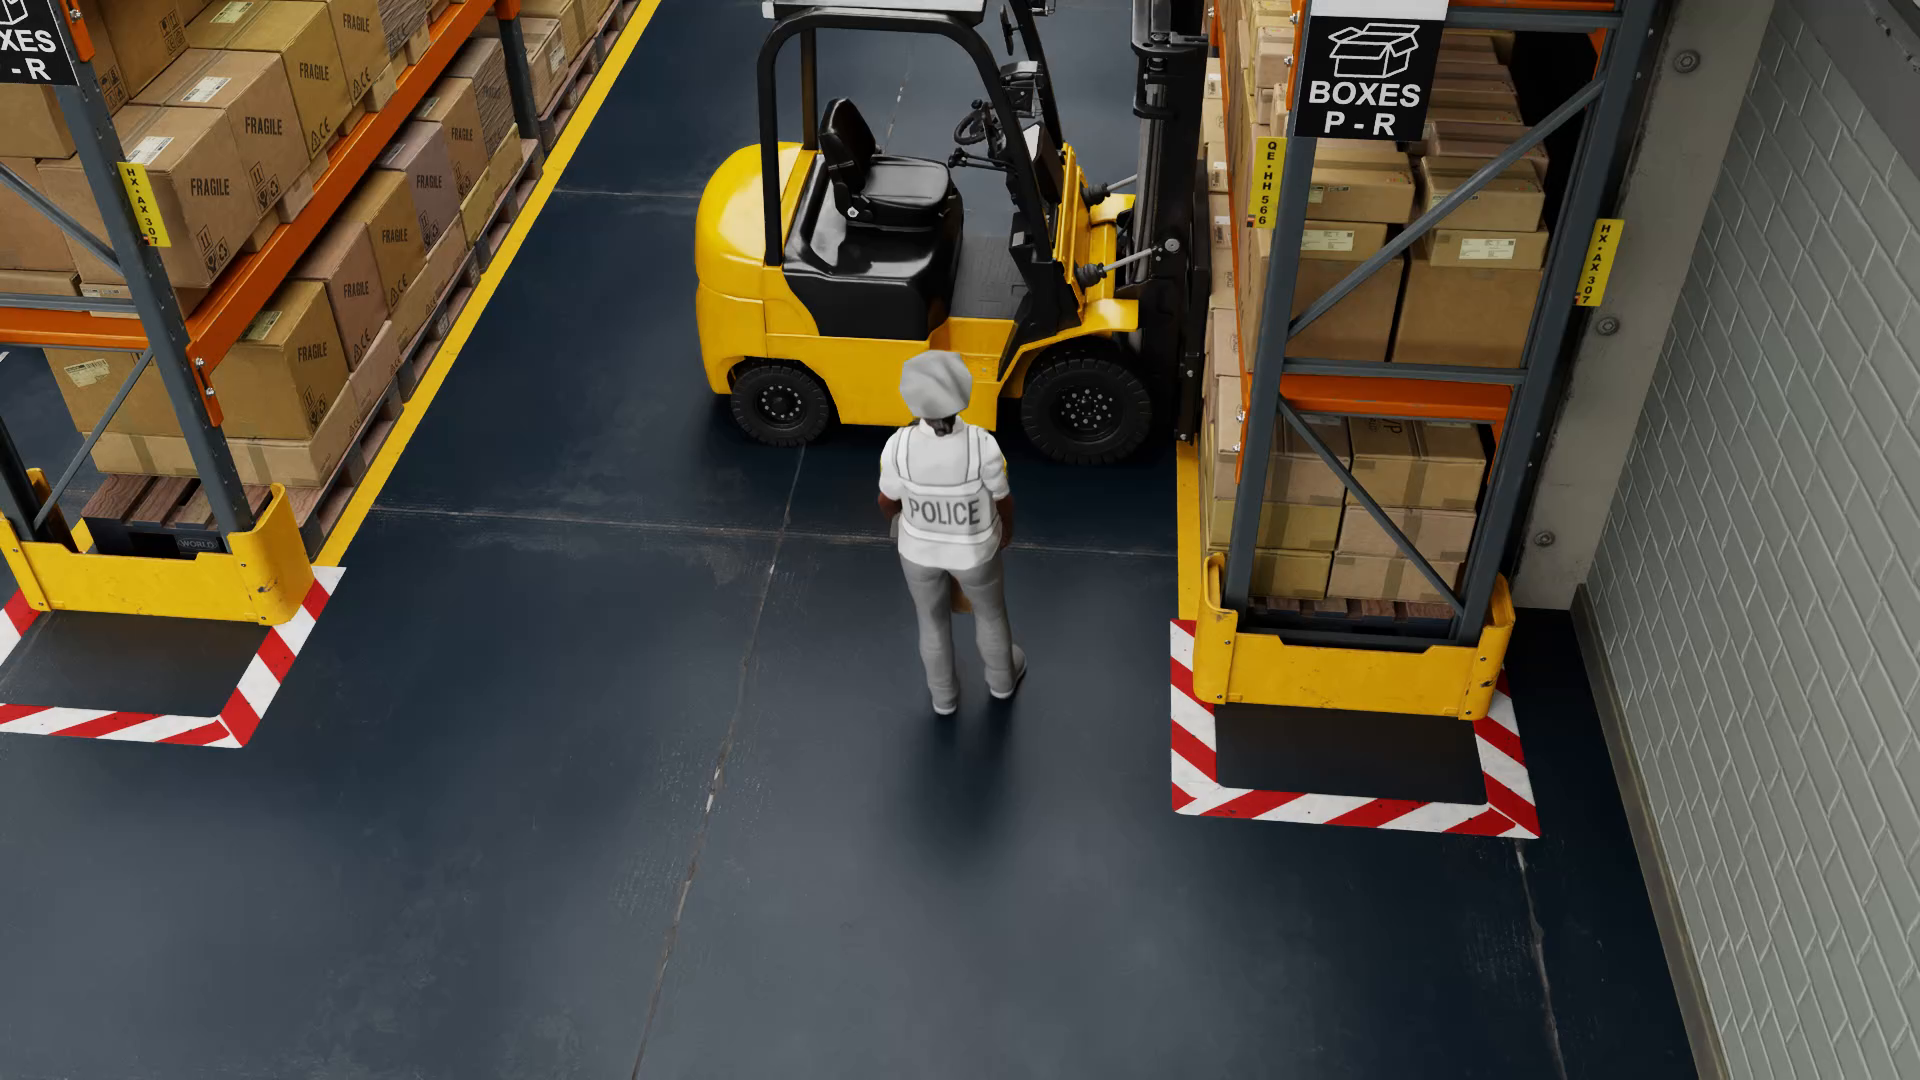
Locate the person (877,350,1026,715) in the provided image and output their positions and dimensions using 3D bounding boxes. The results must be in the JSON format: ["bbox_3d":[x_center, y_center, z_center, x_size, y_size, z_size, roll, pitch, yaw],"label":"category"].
[{"bbox_3d":[-0.017,-0.025,6.154,0.547,1.687,0.528,3,40,4],"label":"person"}]
